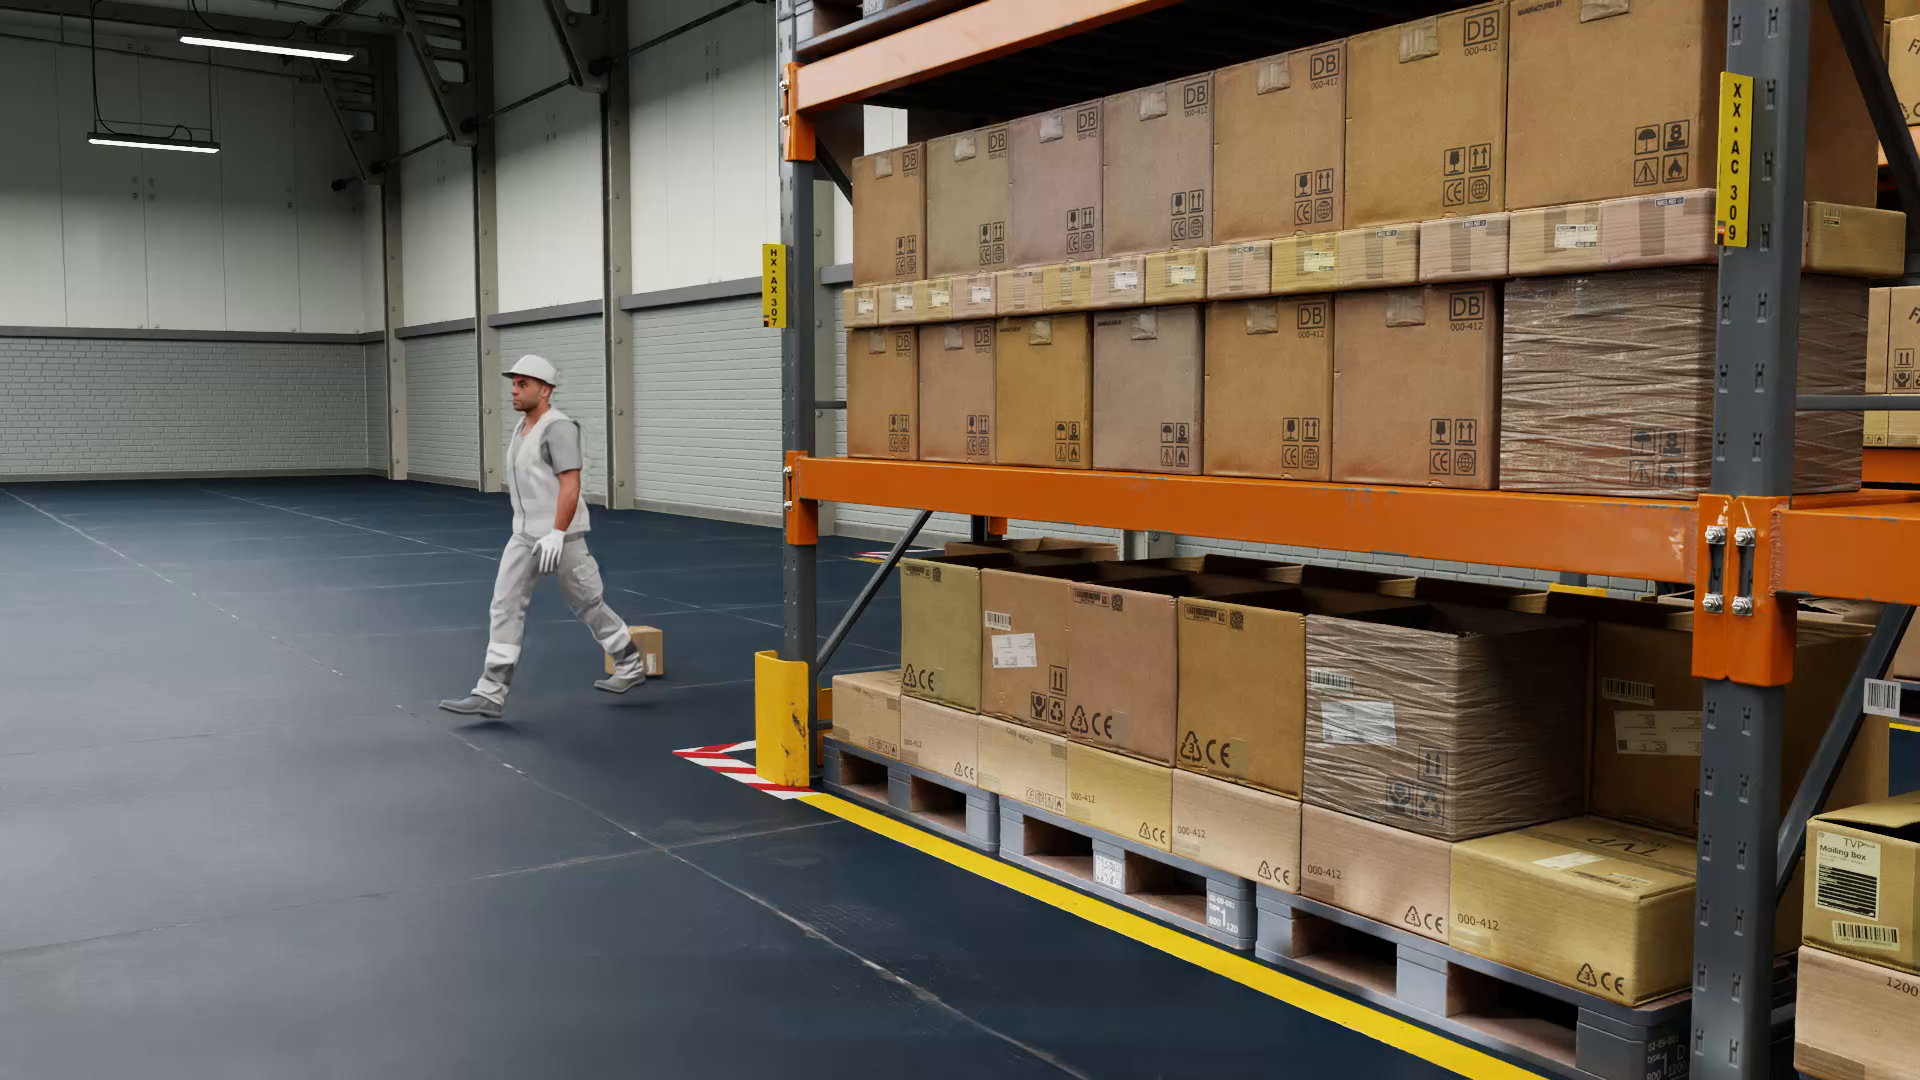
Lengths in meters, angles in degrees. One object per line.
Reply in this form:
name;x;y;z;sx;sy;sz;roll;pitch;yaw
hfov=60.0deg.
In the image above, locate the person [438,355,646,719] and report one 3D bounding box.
person;-1.997;-0.023;8.053;0.575;1.738;1.088;4;6;41
